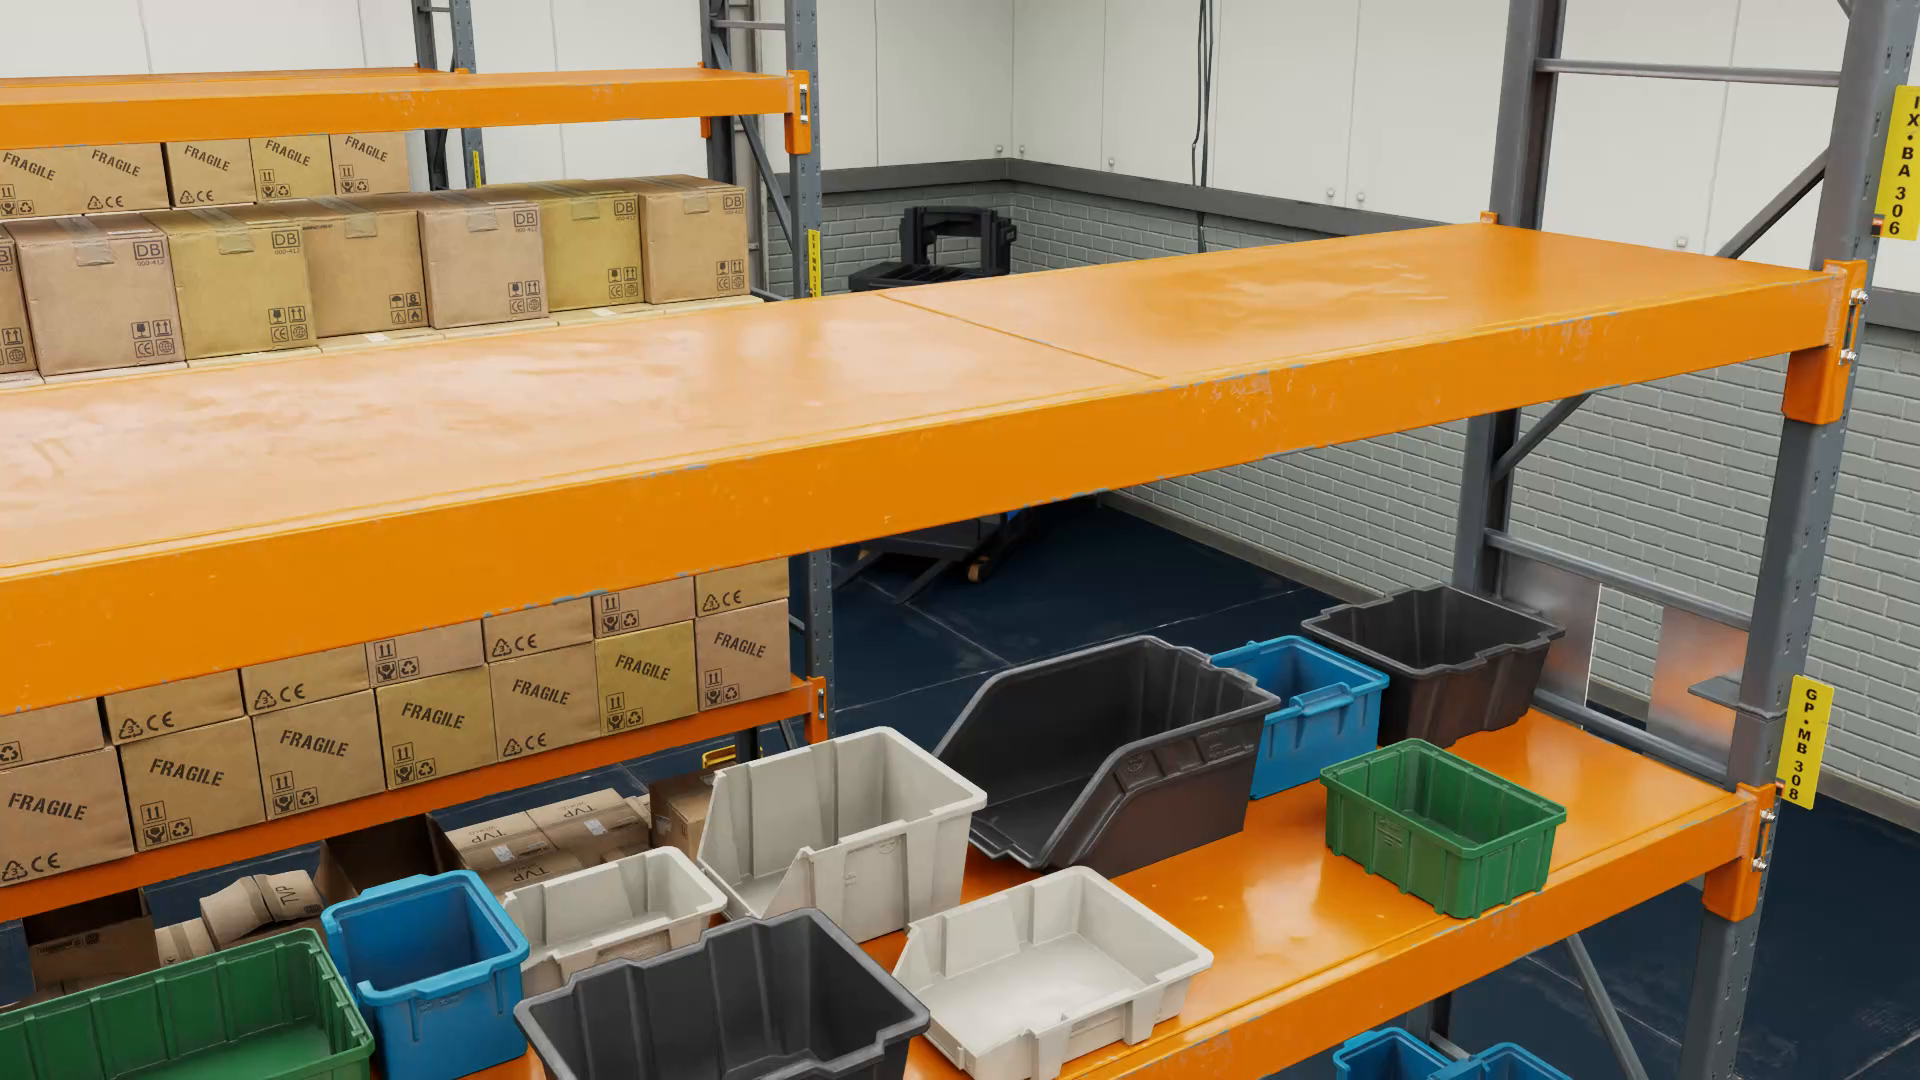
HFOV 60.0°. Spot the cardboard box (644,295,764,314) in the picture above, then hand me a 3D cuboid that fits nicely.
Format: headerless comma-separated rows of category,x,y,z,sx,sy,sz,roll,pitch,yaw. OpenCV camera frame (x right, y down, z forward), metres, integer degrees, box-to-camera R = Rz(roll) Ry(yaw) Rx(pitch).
cardboard box,-1.260,-1.031,7.880,0.500,0.250,0.500,-12,22,-31

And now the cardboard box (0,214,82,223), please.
cardboard box,-5.884,-1.956,10.585,0.500,0.250,0.500,-12,22,-33

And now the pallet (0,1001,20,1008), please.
pallet,-3.738,2.302,7.605,1.213,0.211,1.003,-12,22,-31

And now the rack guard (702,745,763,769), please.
rack guard,-1.035,1.595,9.246,0.348,0.500,1.175,-12,22,-31

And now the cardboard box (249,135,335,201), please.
cardboard box,-4.584,-2.591,11.294,0.500,0.500,0.500,-11,22,-30

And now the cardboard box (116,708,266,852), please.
cardboard box,-3.311,0.947,7.105,0.500,0.500,0.500,-11,22,-30

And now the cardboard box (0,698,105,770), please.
cardboard box,-3.764,0.573,6.648,0.500,0.500,0.500,-11,22,-30

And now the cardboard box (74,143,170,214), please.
cardboard box,-5.455,-2.405,10.743,0.500,0.500,0.500,-12,22,-31

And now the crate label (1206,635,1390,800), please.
crate label,0.802,0.449,4.283,0.502,0.251,0.408,-12,22,-31

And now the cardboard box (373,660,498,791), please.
cardboard box,-2.468,0.769,7.630,0.500,0.500,0.500,-12,22,-32

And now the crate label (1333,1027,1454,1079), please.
crate label,1.363,1.729,5.114,0.303,0.233,0.416,-12,22,-31

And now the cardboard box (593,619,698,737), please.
cardboard box,-1.627,0.594,8.148,0.500,0.500,0.500,-12,22,-31

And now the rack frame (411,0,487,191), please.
rack frame,-3.699,-3.769,11.842,0.127,3.000,1.000,-12,22,-31

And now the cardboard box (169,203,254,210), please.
cardboard box,-5.031,-2.138,11.125,0.500,0.250,0.500,-13,22,-33

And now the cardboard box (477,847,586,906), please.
cardboard box,-2.100,1.813,8.306,0.500,0.250,0.500,-12,22,-31

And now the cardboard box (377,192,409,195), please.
cardboard box,-4.165,-2.323,11.672,0.500,0.250,0.500,-11,22,-30

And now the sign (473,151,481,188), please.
sign,-3.412,-2.582,11.757,0.005,0.325,0.100,-12,22,-31

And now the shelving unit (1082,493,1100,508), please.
shelving unit,0.898,-1.035,15.454,0.755,1.500,0.431,-6,19,-19

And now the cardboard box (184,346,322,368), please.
cardboard box,-2.929,-0.678,6.835,0.500,0.250,0.500,-12,22,-31

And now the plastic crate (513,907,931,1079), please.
plastic crate,-0.403,0.923,2.852,0.590,0.269,0.497,-12,22,-31

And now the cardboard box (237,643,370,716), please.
cardboard box,-2.904,0.392,7.185,0.500,0.500,0.500,-13,22,-33

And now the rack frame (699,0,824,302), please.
rack frame,-0.971,-2.445,7.925,0.127,3.000,1.000,-12,22,-31

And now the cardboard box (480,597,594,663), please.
cardboard box,-2.044,0.210,7.722,0.500,0.500,0.500,-11,22,-30

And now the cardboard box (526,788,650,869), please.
cardboard box,-1.999,1.600,8.936,0.500,0.250,0.500,-12,22,-31

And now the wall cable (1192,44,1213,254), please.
wall cable,1.221,-3.199,15.004,0.112,2.526,3.097,-12,22,-31

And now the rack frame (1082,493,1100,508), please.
rack frame,1.242,-1.072,15.572,0.023,1.500,0.400,-6,19,-19

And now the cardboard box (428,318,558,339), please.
cardboard box,-2.097,-0.855,7.362,0.500,0.250,0.500,-12,22,-31

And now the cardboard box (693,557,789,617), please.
cardboard box,-1.192,0.028,8.260,0.500,0.500,0.500,-12,22,-32

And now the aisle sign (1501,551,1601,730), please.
aisle sign,1.647,0.399,4.821,0.004,0.787,0.394,-12,22,-31

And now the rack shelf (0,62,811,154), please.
rack shelf,-2.642,-1.750,6.999,4.000,0.370,1.077,-12,22,-31

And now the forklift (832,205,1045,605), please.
forklift,-0.226,-1.181,13.663,1.130,2.935,3.031,7,20,20

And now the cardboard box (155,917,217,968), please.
cardboard box,-3.712,1.986,7.952,0.250,0.149,0.380,-12,22,-31

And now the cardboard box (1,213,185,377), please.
cardboard box,-3.431,-0.986,6.577,0.500,0.500,0.700,-12,22,-31

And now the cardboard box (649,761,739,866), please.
cardboard box,-1.290,1.535,8.737,0.500,0.500,0.500,-12,22,-31

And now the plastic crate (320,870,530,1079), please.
plastic crate,-1.006,0.840,3.154,0.300,0.233,0.416,-12,22,-31

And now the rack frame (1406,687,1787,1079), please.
rack frame,1.750,1.723,4.965,0.127,3.000,1.000,-12,22,-31

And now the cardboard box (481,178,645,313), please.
cardboard box,-1.856,-1.384,7.755,0.500,0.500,0.700,-12,22,-31

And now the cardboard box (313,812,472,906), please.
cardboard box,-2.746,1.744,8.114,0.637,0.503,0.797,-12,22,-31

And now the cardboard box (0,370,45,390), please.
cardboard box,-3.769,-0.504,6.322,0.500,0.250,0.500,-12,22,-31

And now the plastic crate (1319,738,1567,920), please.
plastic crate,1.083,0.652,3.778,0.336,0.188,0.450,-12,22,-31

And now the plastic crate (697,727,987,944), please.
plastic crate,-0.271,0.666,3.593,0.530,0.282,0.437,-12,22,-31

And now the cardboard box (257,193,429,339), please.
cardboard box,-2.683,-1.205,7.223,0.500,0.500,0.700,-12,22,-31

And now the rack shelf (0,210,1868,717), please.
rack shelf,0.079,-0.236,3.141,4.000,0.370,1.077,-12,22,-31

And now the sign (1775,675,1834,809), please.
sign,2.066,0.496,4.074,0.005,0.325,0.100,-12,22,-31
